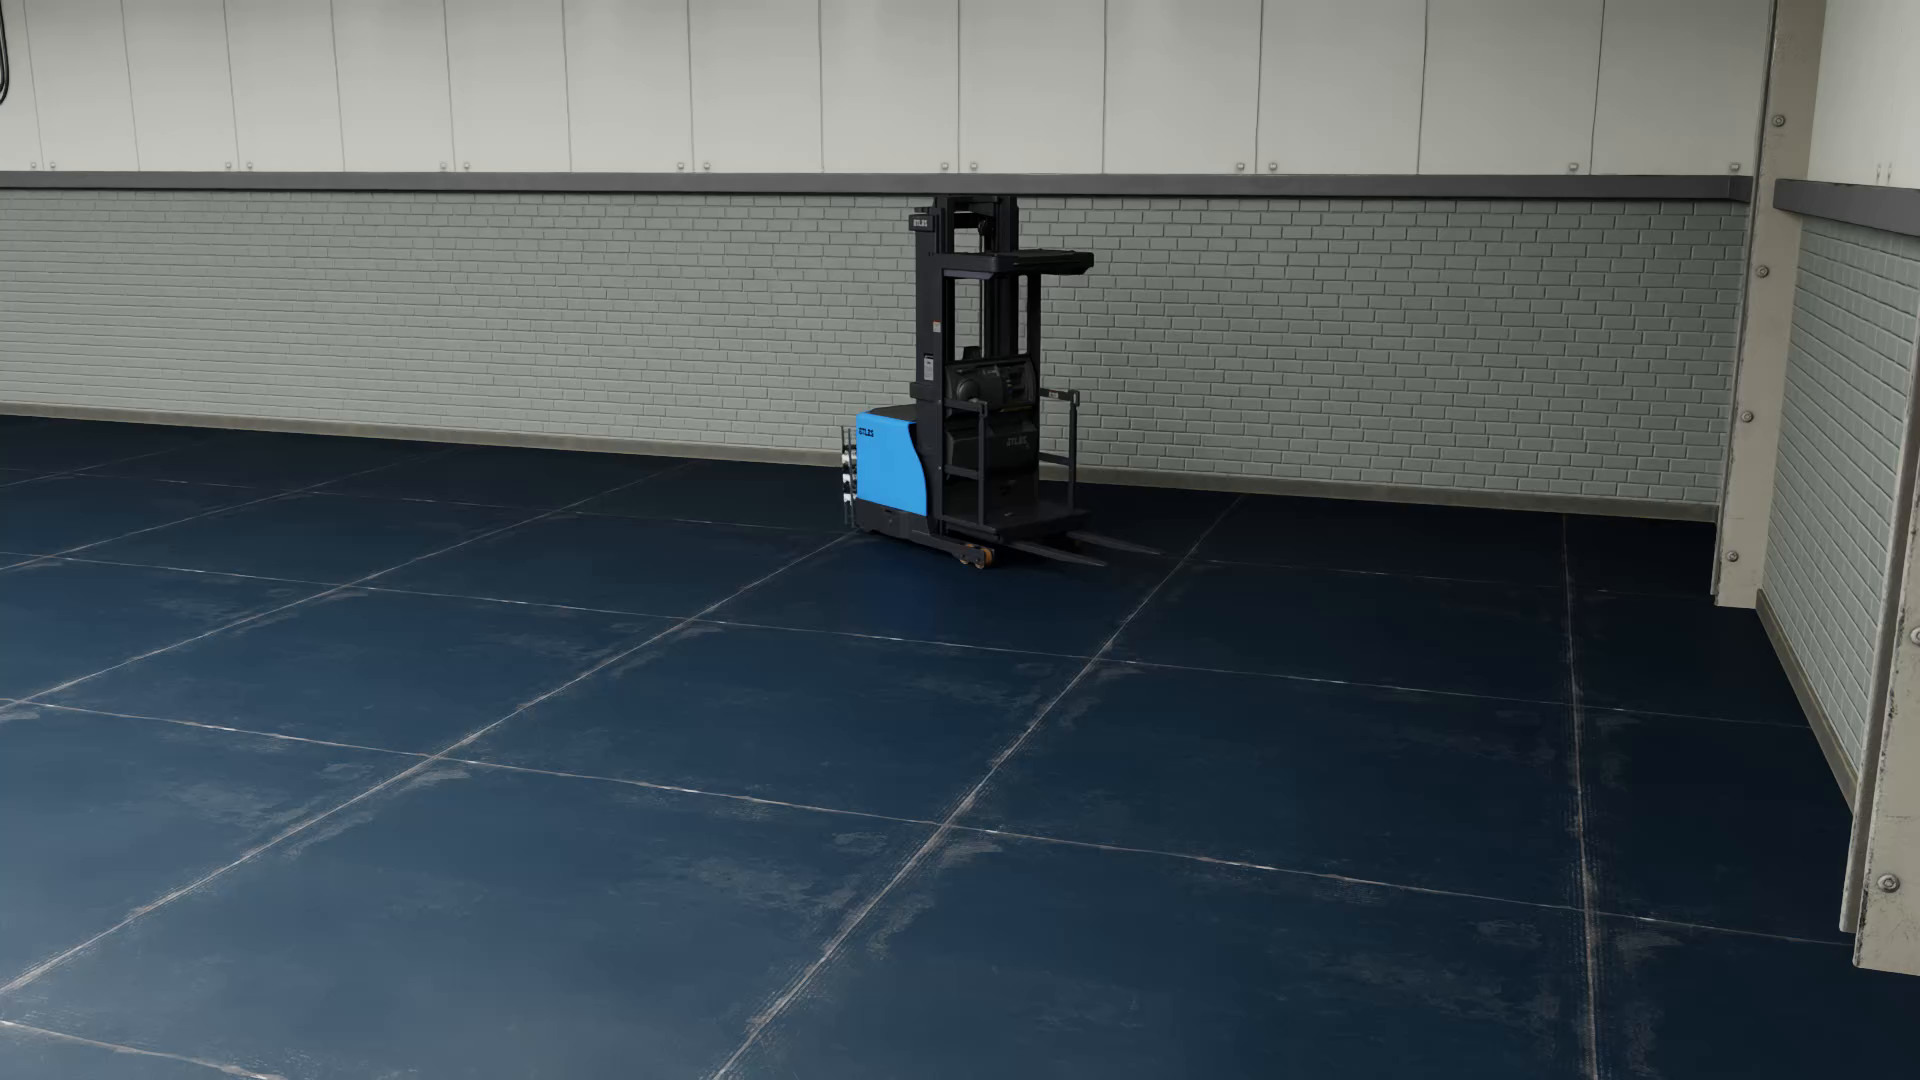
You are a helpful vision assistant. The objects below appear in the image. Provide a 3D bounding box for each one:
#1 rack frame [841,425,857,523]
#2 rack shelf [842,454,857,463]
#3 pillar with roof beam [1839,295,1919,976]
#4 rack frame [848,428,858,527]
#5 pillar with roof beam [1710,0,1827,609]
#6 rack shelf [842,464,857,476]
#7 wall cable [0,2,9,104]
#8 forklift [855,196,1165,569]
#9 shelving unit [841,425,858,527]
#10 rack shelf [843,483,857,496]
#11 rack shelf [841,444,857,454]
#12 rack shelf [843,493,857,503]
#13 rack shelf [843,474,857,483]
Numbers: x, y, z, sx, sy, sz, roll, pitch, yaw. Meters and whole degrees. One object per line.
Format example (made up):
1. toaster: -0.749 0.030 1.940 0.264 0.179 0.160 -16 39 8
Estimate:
1. rack frame: -0.945 -0.604 15.098 0.240 0.900 0.006 -6 13 -21
2. rack shelf: -0.913 -0.728 14.974 0.258 0.077 0.200 -6 13 -21
3. pillar with roof beam: -0.194 -2.978 7.311 9.100 9.000 0.400 4 14 18
4. rack frame: -0.871 -0.566 14.913 0.240 0.900 0.006 -6 13 -21
5. pillar with roof beam: 1.748 -4.241 12.846 9.100 9.000 0.400 4 14 18
6. rack shelf: -0.910 -0.640 14.993 0.258 0.077 0.200 -6 13 -21
7. wall cable: -12.802 -7.695 20.337 2.305 6.003 0.169 4 14 18
8. forklift: 0.395 -1.322 13.692 1.130 2.935 3.031 -10 16 -38
9. shelving unit: -0.908 -0.585 15.005 0.258 0.900 0.210 -6 13 -21
10. rack shelf: -0.905 -0.465 15.031 0.258 0.077 0.200 -6 13 -21
11. rack shelf: -0.915 -0.816 14.956 0.258 0.077 0.200 -6 13 -21
12. rack shelf: -0.902 -0.377 15.050 0.258 0.077 0.200 -6 13 -21
13. rack shelf: -0.907 -0.552 15.012 0.258 0.077 0.200 -6 13 -21
